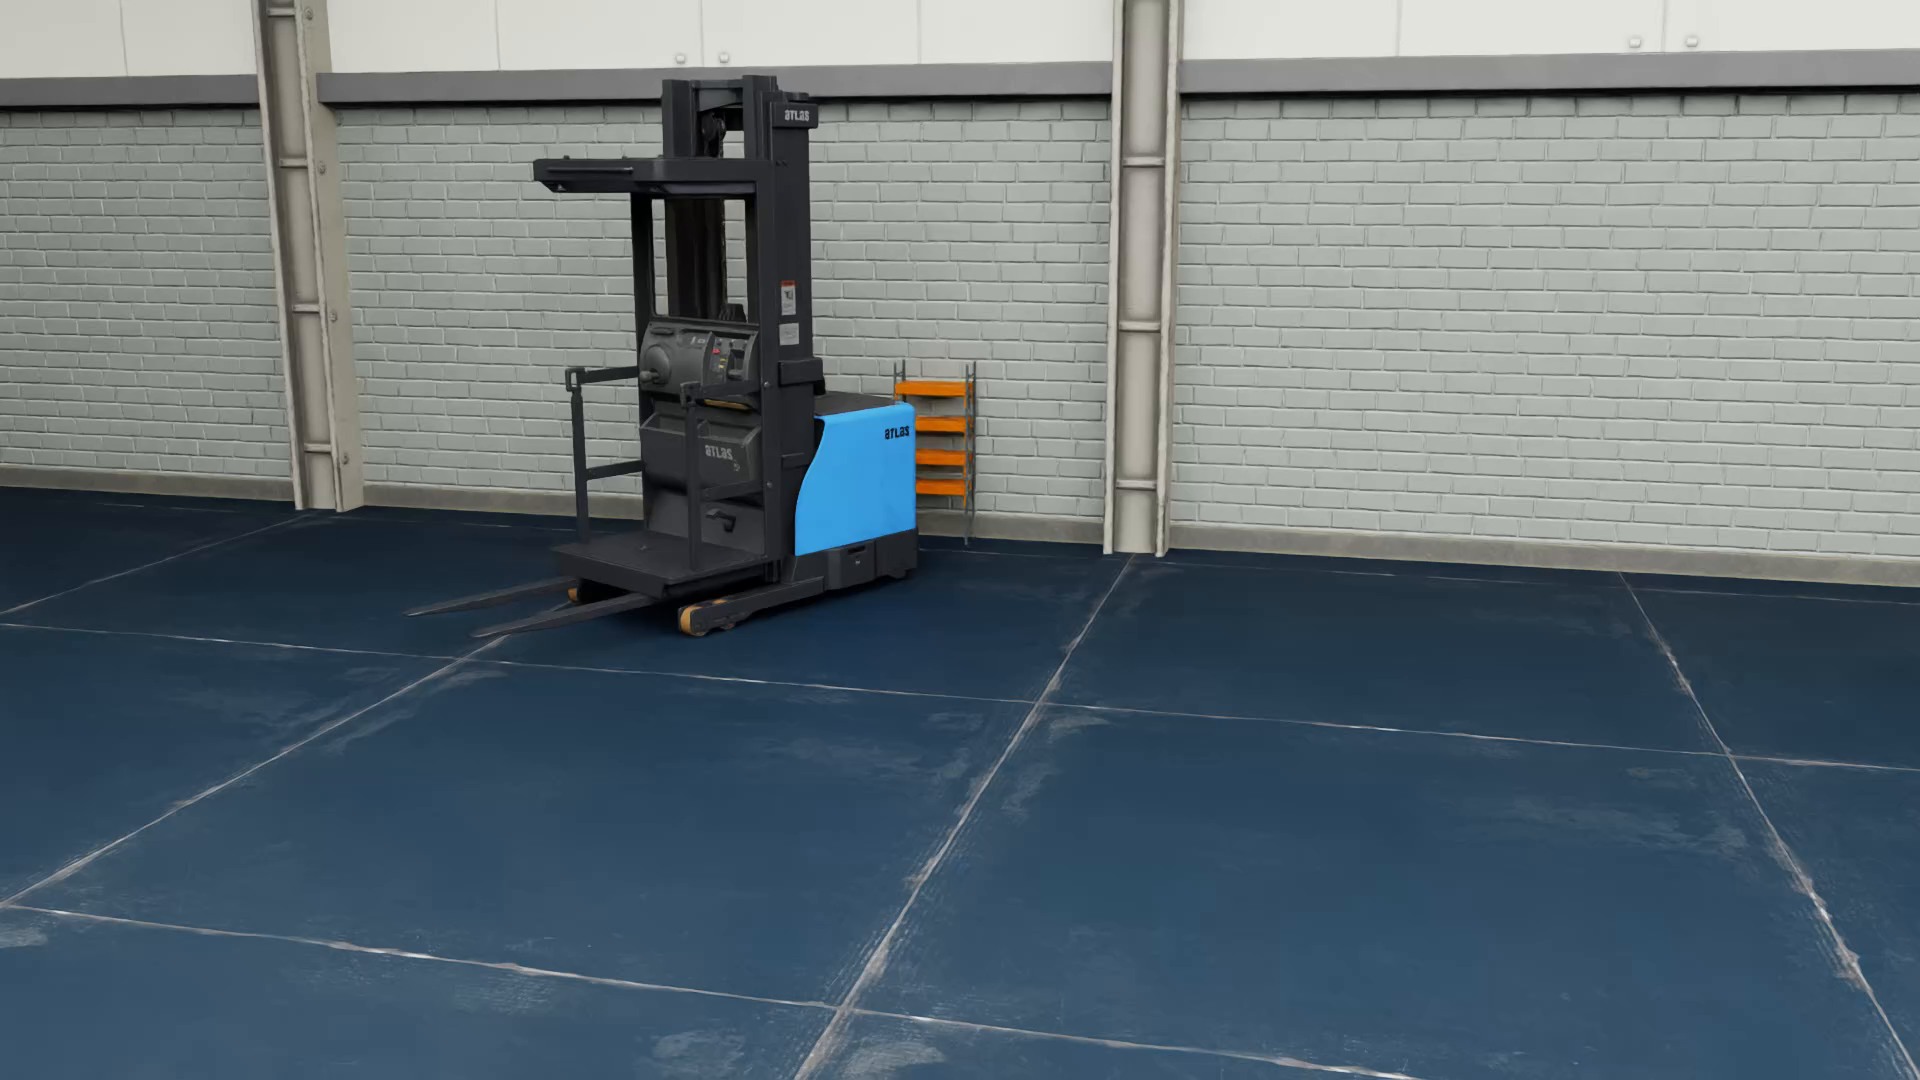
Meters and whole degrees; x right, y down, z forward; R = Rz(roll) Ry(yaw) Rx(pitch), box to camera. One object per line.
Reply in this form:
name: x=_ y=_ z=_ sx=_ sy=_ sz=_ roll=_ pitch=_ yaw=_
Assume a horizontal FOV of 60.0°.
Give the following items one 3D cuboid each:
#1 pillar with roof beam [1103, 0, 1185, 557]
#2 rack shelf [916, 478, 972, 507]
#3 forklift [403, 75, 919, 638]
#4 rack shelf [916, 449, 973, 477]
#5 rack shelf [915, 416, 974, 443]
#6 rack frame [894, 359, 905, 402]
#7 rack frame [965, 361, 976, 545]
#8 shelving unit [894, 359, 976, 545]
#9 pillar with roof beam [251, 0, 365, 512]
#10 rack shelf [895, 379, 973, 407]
pillar with roof beam: x=0.129 y=-3.421 z=5.878 sx=0.400 sy=9.000 sz=9.100 roll=3 pitch=13 yaw=14
rack shelf: x=-0.170 y=-0.329 z=11.158 sx=0.480 sy=0.148 sz=0.258 roll=3 pitch=11 yaw=13
forklift: x=-1.603 y=-1.036 z=9.136 sx=1.130 sy=2.935 sz=3.031 roll=11 pitch=16 yaw=40
rack shelf: x=-0.169 y=-0.524 z=11.119 sx=0.480 sy=0.148 sz=0.258 roll=3 pitch=11 yaw=13
rack shelf: x=-0.167 y=-0.743 z=11.076 sx=0.480 sy=0.148 sz=0.258 roll=3 pitch=11 yaw=13
rack frame: x=-0.406 y=-0.602 z=11.161 sx=0.015 sy=1.200 sz=0.240 roll=3 pitch=11 yaw=13
rack frame: x=0.069 y=-0.577 z=11.051 sx=0.015 sy=1.200 sz=0.240 roll=3 pitch=11 yaw=13
shelving unit: x=-0.168 y=-0.590 z=11.106 sx=0.503 sy=1.200 sz=0.258 roll=3 pitch=11 yaw=13
pillar with roof beam: x=-5.697 y=-3.733 z=7.282 sx=0.400 sy=9.000 sz=9.100 roll=3 pitch=13 yaw=14
rack shelf: x=-0.166 y=-0.975 z=11.030 sx=0.480 sy=0.148 sz=0.258 roll=3 pitch=11 yaw=13
